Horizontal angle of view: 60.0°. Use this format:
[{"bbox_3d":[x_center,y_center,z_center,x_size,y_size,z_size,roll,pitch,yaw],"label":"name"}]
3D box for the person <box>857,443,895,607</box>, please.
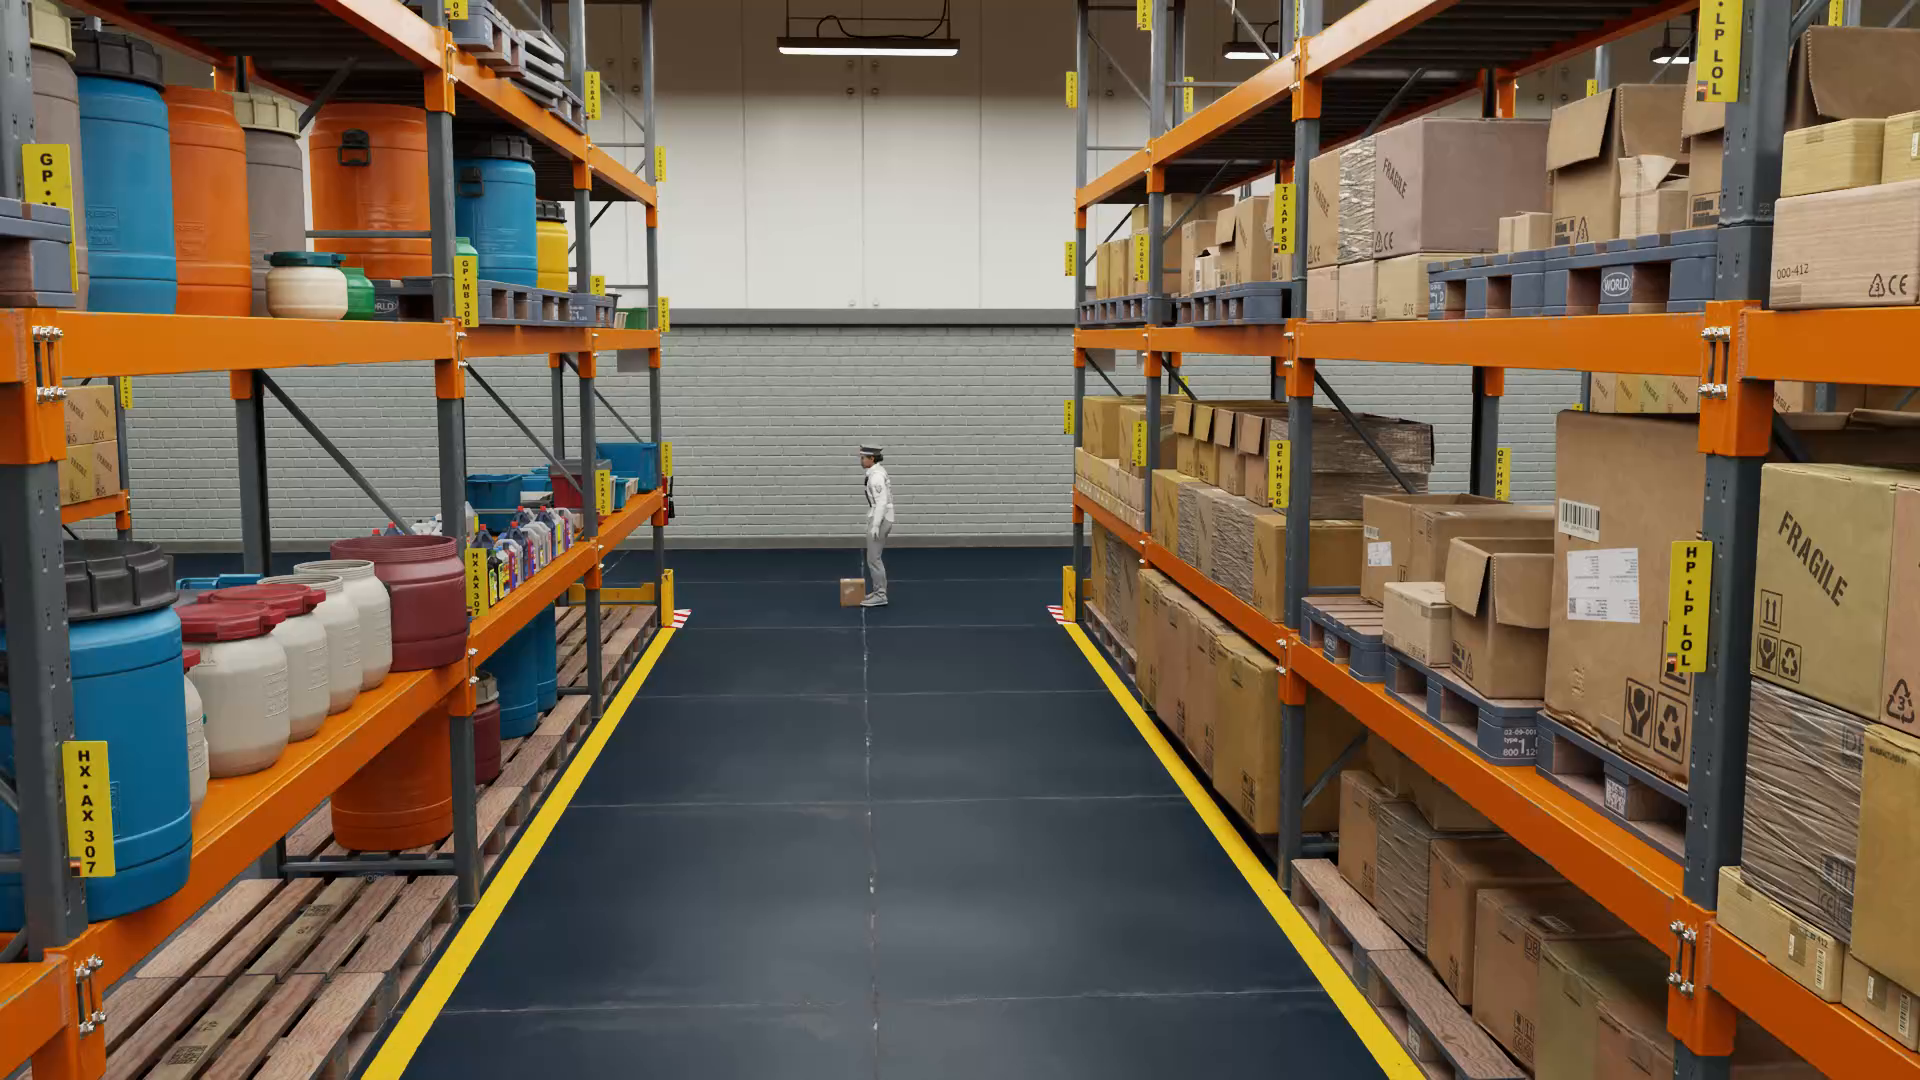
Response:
[{"bbox_3d":[-0.864,-0.163,17.069,0.375,1.664,0.546,-1,7,-7],"label":"person"}]
